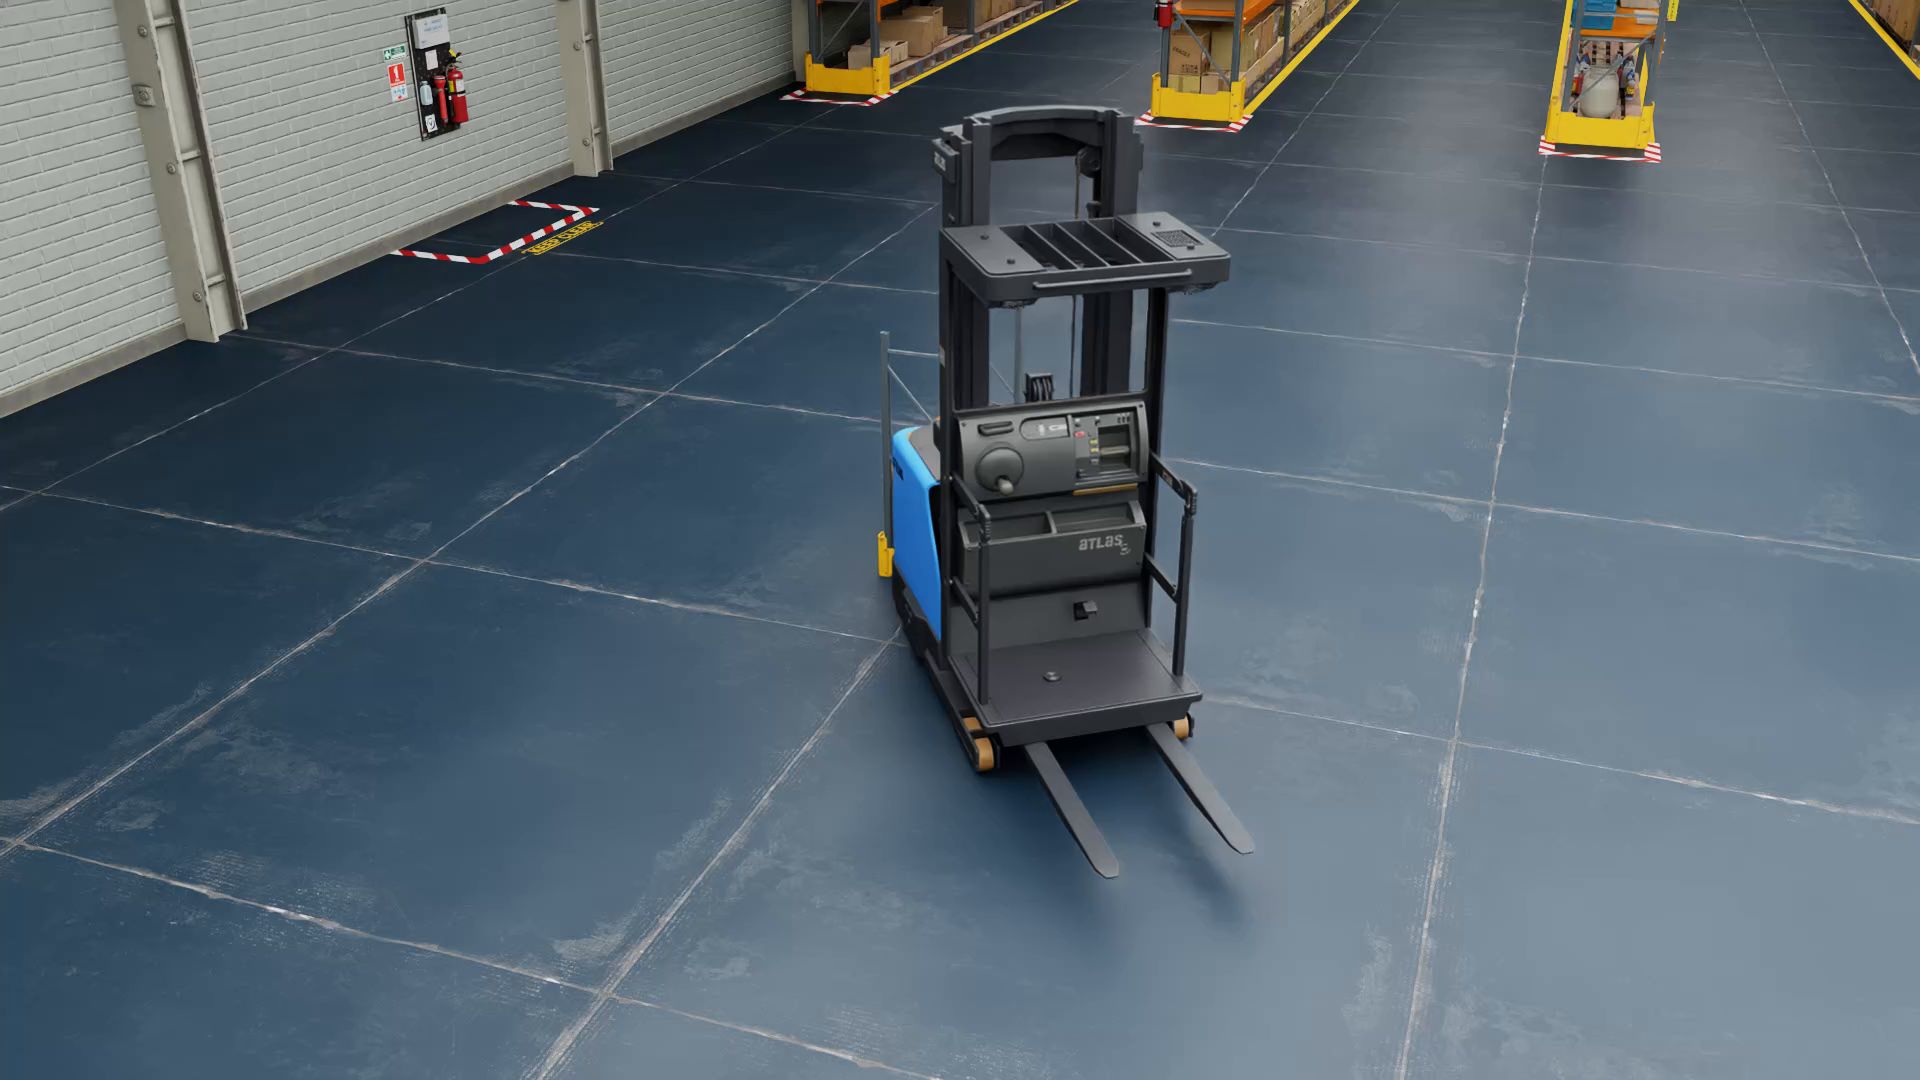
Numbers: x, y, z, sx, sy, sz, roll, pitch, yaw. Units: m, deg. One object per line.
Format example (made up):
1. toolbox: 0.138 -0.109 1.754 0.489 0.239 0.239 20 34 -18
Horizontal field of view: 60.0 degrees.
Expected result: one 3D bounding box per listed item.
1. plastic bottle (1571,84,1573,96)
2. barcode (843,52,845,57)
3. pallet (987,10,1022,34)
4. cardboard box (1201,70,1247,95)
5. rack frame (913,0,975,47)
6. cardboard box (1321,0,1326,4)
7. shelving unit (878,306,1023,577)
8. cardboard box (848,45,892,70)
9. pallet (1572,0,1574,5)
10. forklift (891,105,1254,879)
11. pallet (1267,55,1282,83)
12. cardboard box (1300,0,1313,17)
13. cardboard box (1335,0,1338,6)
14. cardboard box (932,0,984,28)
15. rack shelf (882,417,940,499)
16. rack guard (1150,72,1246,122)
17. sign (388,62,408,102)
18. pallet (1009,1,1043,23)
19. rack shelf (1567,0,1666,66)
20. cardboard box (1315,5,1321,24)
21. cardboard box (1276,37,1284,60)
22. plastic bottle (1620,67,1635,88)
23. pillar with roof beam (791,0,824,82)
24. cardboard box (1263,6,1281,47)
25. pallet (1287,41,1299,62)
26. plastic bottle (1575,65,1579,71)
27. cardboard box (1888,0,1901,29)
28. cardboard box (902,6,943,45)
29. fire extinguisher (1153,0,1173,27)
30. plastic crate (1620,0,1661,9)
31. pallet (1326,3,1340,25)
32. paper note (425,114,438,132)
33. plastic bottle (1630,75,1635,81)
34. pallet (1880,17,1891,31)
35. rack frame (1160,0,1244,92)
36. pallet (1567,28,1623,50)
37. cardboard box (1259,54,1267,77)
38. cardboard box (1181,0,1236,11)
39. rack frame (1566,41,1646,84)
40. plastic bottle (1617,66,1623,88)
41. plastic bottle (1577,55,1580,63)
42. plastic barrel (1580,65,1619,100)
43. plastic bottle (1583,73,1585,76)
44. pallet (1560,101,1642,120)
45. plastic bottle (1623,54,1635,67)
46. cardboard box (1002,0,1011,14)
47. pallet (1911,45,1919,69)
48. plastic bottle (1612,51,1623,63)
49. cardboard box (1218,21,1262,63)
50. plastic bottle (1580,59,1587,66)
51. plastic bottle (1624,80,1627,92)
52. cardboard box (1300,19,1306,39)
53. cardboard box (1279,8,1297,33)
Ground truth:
1. plastic bottle: 7.950 -5.905 21.710 0.097 0.201 0.097 0 26 0
2. barcode: -1.647 -6.913 23.657 0.001 0.075 0.075 9 27 17
3. pallet: 0.403 -8.797 28.176 1.003 0.211 1.213 9 27 17
4. cardboard box: 3.470 -6.007 21.889 0.500 0.250 0.500 9 27 17
5. rack frame: -0.259 -9.228 25.868 1.000 3.000 0.127 9 27 17
6. cardboard box: 5.802 -9.108 27.650 0.500 0.311 0.500 9 27 19
7. shelving unit: -0.028 -0.649 9.869 0.587 1.500 1.083 9 27 18
8. cardboard box: -1.275 -6.844 23.523 0.500 0.311 0.500 6 26 12
9. pallet: 11.449 -9.513 29.656 1.003 0.211 1.213 9 27 17
10. forklift: 0.510 -0.399 7.710 1.130 2.935 3.031 -7 27 -14
11. pallet: 4.109 -6.936 24.333 1.003 0.211 1.213 9 27 17
12. cardboard box: 5.296 -8.481 26.354 0.500 0.311 0.500 10 27 19
13. cardboard box: 6.334 -9.590 28.978 0.500 0.500 0.500 8 27 16
14. cardboard box: -0.030 -8.606 26.947 0.700 0.500 0.500 10 27 19
15. rack shelf: -0.032 -0.483 9.939 0.538 0.185 1.000 9 27 18
16. rack guard: 3.074 -5.733 21.517 1.175 0.500 0.348 9 27 17
17. sign: -5.310 -4.326 15.701 0.001 0.329 0.234 9 27 17
18. pallet: 0.810 -9.296 29.208 1.003 0.211 1.213 9 27 17
19. rack shelf: 8.417 -6.646 21.360 1.077 0.370 4.000 9 27 17
20. cardboard box: 5.631 -8.643 27.332 0.500 0.250 0.500 8 27 17
21. cardboard box: 4.465 -7.241 24.436 0.500 0.250 0.500 9 27 17
22. plastic bottle: 8.911 -6.180 22.192 0.152 0.276 0.135 9 27 18
23. pillar with roof beam: 1.886 -10.074 20.729 9.100 9.000 0.400 9 27 17
24. cardboard box: 4.288 -7.375 23.852 0.500 0.500 0.500 9 27 17
25. pallet: 4.622 -7.565 25.632 1.003 0.211 1.213 9 27 17
26. plastic bottle: 8.157 -6.197 22.142 0.144 0.351 0.185 10 28 20
27. cardboard box: 15.638 -8.596 26.518 1.225 0.875 0.875 9 27 18
28. cardboard box: -0.567 -7.869 25.424 0.500 0.500 0.500 7 27 14
29. fire extinguisher: 2.605 -6.852 21.048 0.296 0.674 0.183 9 27 17
30. plastic crate: 8.781 -6.969 21.504 0.530 0.136 0.437 9 27 17
31. pallet: 6.028 -9.202 29.013 1.003 0.211 1.213 9 27 17
32. paper note: -5.152 -4.063 16.210 0.016 0.148 0.142 9 27 17
33. plastic bottle: 8.742 -5.914 21.634 0.061 0.283 0.133 9 27 18
34. pallet: 16.230 -8.778 28.138 1.003 0.211 1.213 9 27 17
35. rack frame: 3.082 -6.868 20.993 1.000 3.000 0.127 9 27 17
36. pallet: 10.120 -7.868 26.258 1.003 0.211 1.213 9 27 17
37. cardboard box: 3.971 -6.624 23.161 0.500 0.250 0.500 9 27 17
38. cardboard box: 3.249 -7.103 21.363 0.700 0.500 0.500 9 27 17
39. rack frame: 9.083 -7.792 22.901 1.000 3.000 0.127 9 27 17
40. plastic bottle: 8.811 -6.198 22.222 0.061 0.283 0.133 9 27 17
41. plastic bottle: 8.423 -6.526 22.821 0.144 0.351 0.185 10 27 19
42. plastic barrel: 8.066 -5.705 20.963 0.421 0.512 0.421 0 26 0
43. plastic bottle: 8.285 -6.131 22.176 0.097 0.201 0.097 0 26 0
44. pallet: 8.008 -5.264 20.880 1.003 0.211 1.213 9 27 17
45. plastic bottle: 9.077 -6.412 22.586 0.144 0.351 0.185 7 27 15
46. cardboard box: 0.461 -9.239 28.253 0.700 0.500 0.500 9 27 17
47. pallet: 14.823 -7.141 24.757 1.003 0.211 1.213 9 27 17
48. plastic bottle: 9.004 -6.512 22.792 0.144 0.351 0.185 9 27 17
49. cardboard box: 3.789 -6.758 22.578 0.500 0.500 0.500 9 27 17
50. plastic bottle: 8.489 -6.413 22.679 0.097 0.271 0.097 0 26 0
51. plastic bottle: 8.829 -6.009 21.925 0.097 0.201 0.097 0 26 0
52. cardboard box: 5.122 -8.016 26.037 0.500 0.250 0.500 8 27 16
53. cardboard box: 4.786 -7.849 25.049 0.500 0.311 0.500 9 27 18
